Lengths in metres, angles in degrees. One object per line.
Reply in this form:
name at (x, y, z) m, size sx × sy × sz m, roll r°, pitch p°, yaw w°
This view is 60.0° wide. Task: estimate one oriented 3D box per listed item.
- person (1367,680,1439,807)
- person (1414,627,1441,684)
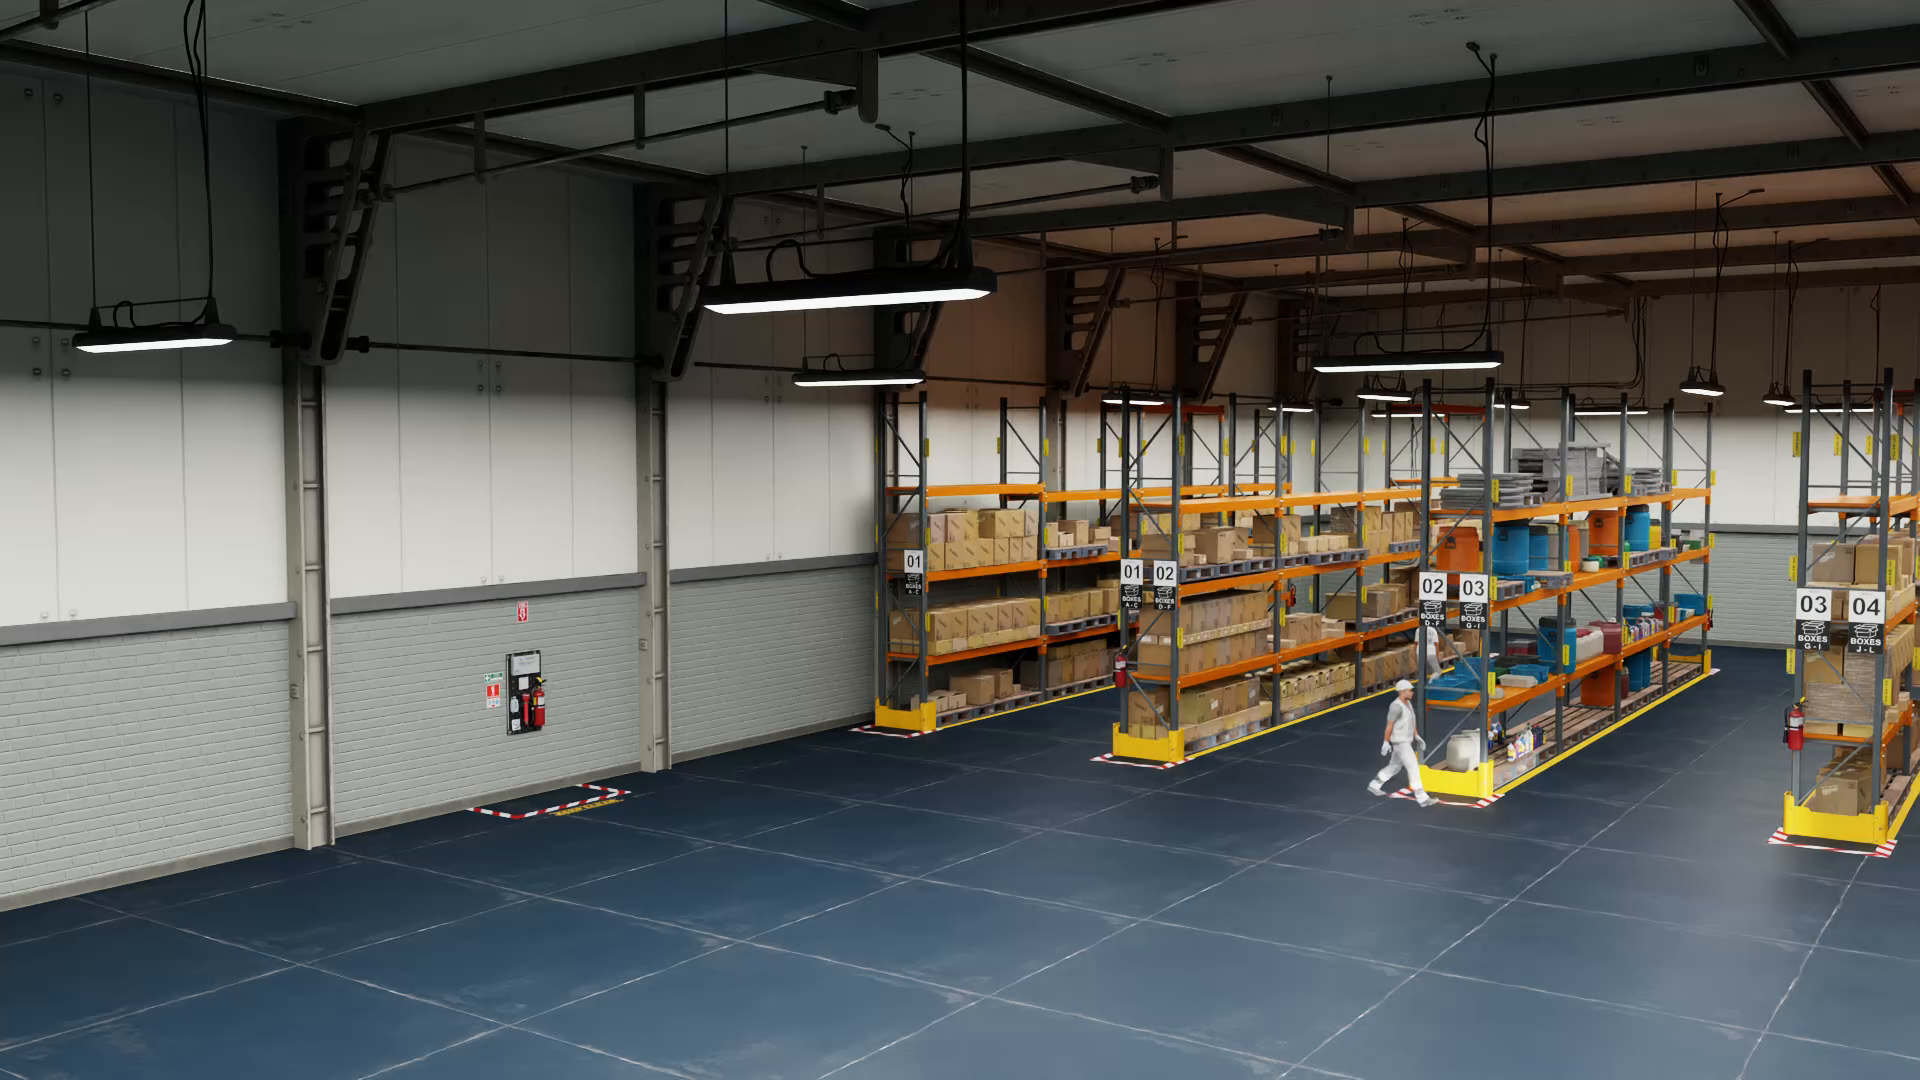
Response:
person at (6.250, 2.839, 23.409) m, size 1.099 × 1.732 × 0.587 m, roll 2°, pitch 4°, yaw 28°
person at (9.353, 2.335, 33.293) m, size 0.536 × 1.656 × 0.506 m, roll 2°, pitch 4°, yaw 32°
